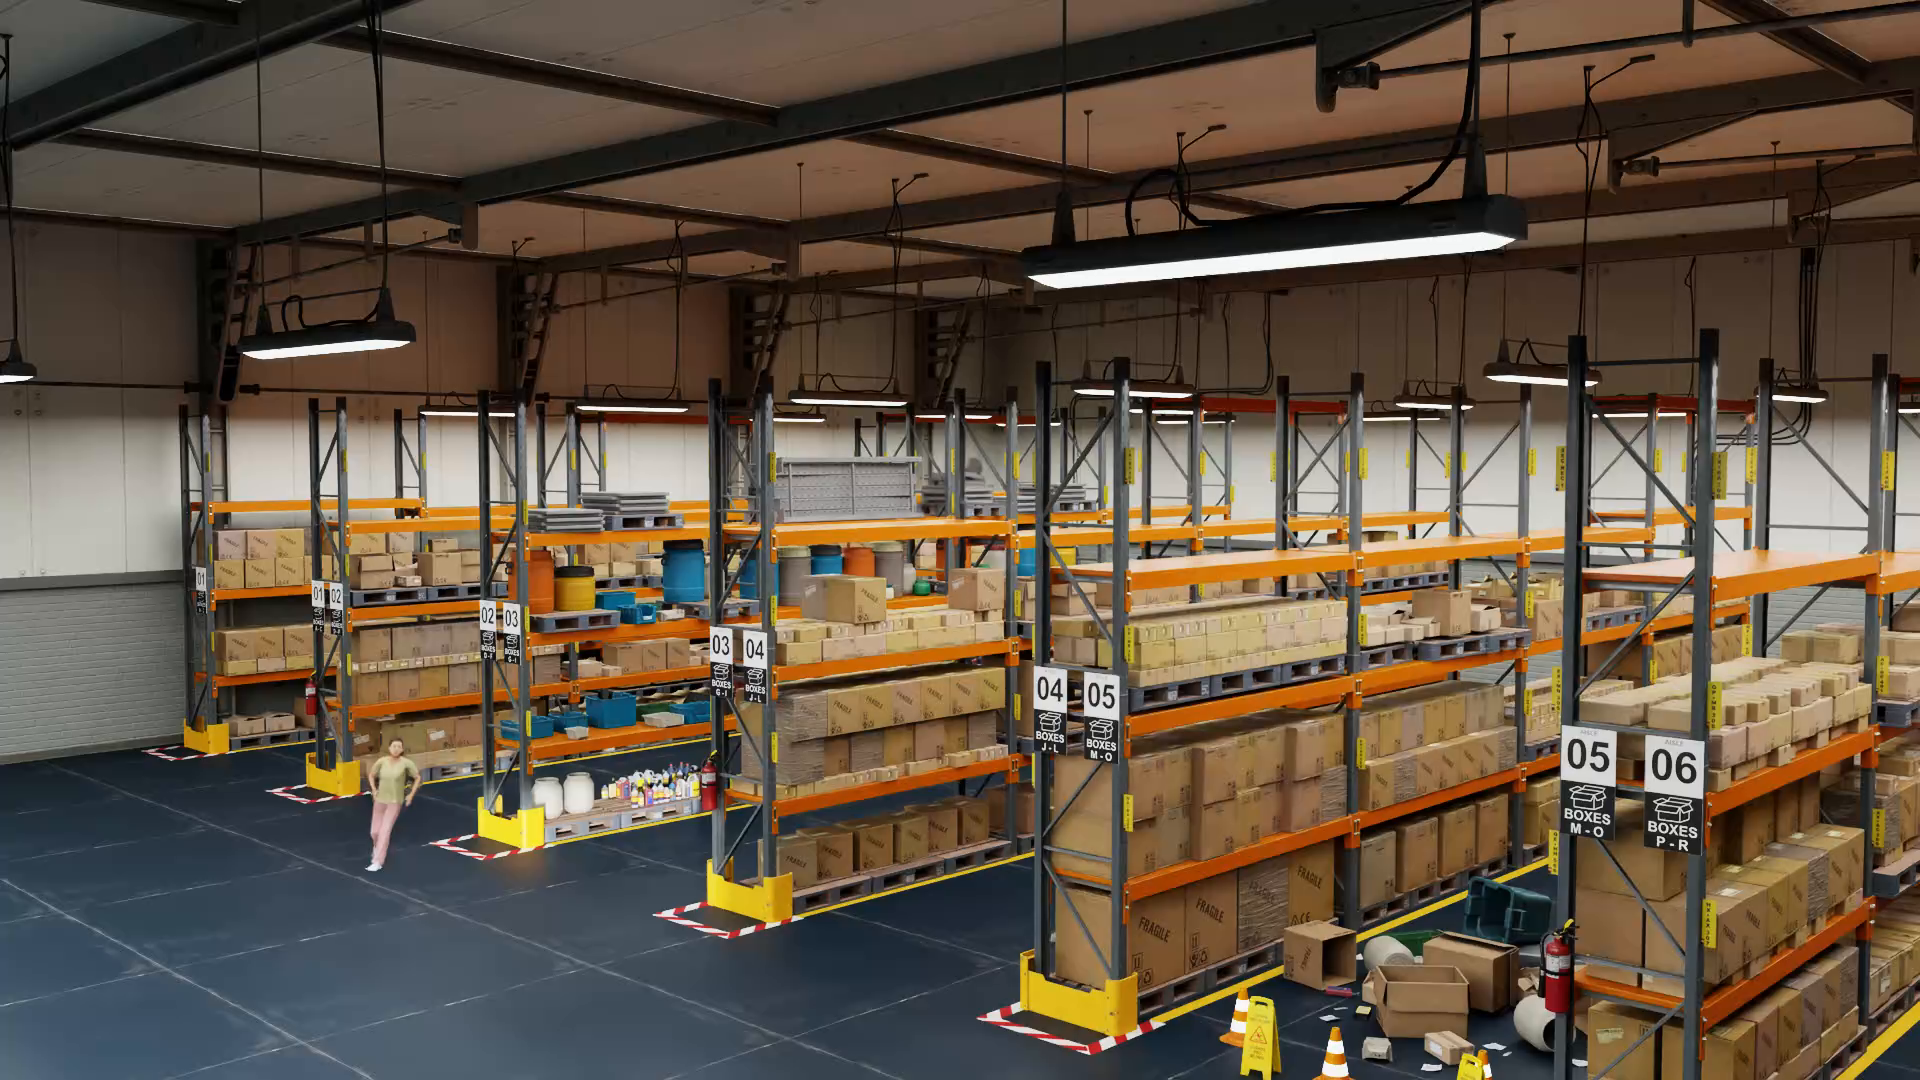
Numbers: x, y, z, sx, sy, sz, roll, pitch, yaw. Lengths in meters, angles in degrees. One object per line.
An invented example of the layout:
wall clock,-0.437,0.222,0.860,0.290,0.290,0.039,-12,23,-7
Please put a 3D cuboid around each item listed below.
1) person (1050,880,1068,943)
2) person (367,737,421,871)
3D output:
person,1.215,3.355,17.731,0.608,1.683,0.942,2,4,33
person,-7.057,3.255,20.724,0.647,1.629,0.741,0,3,-8
